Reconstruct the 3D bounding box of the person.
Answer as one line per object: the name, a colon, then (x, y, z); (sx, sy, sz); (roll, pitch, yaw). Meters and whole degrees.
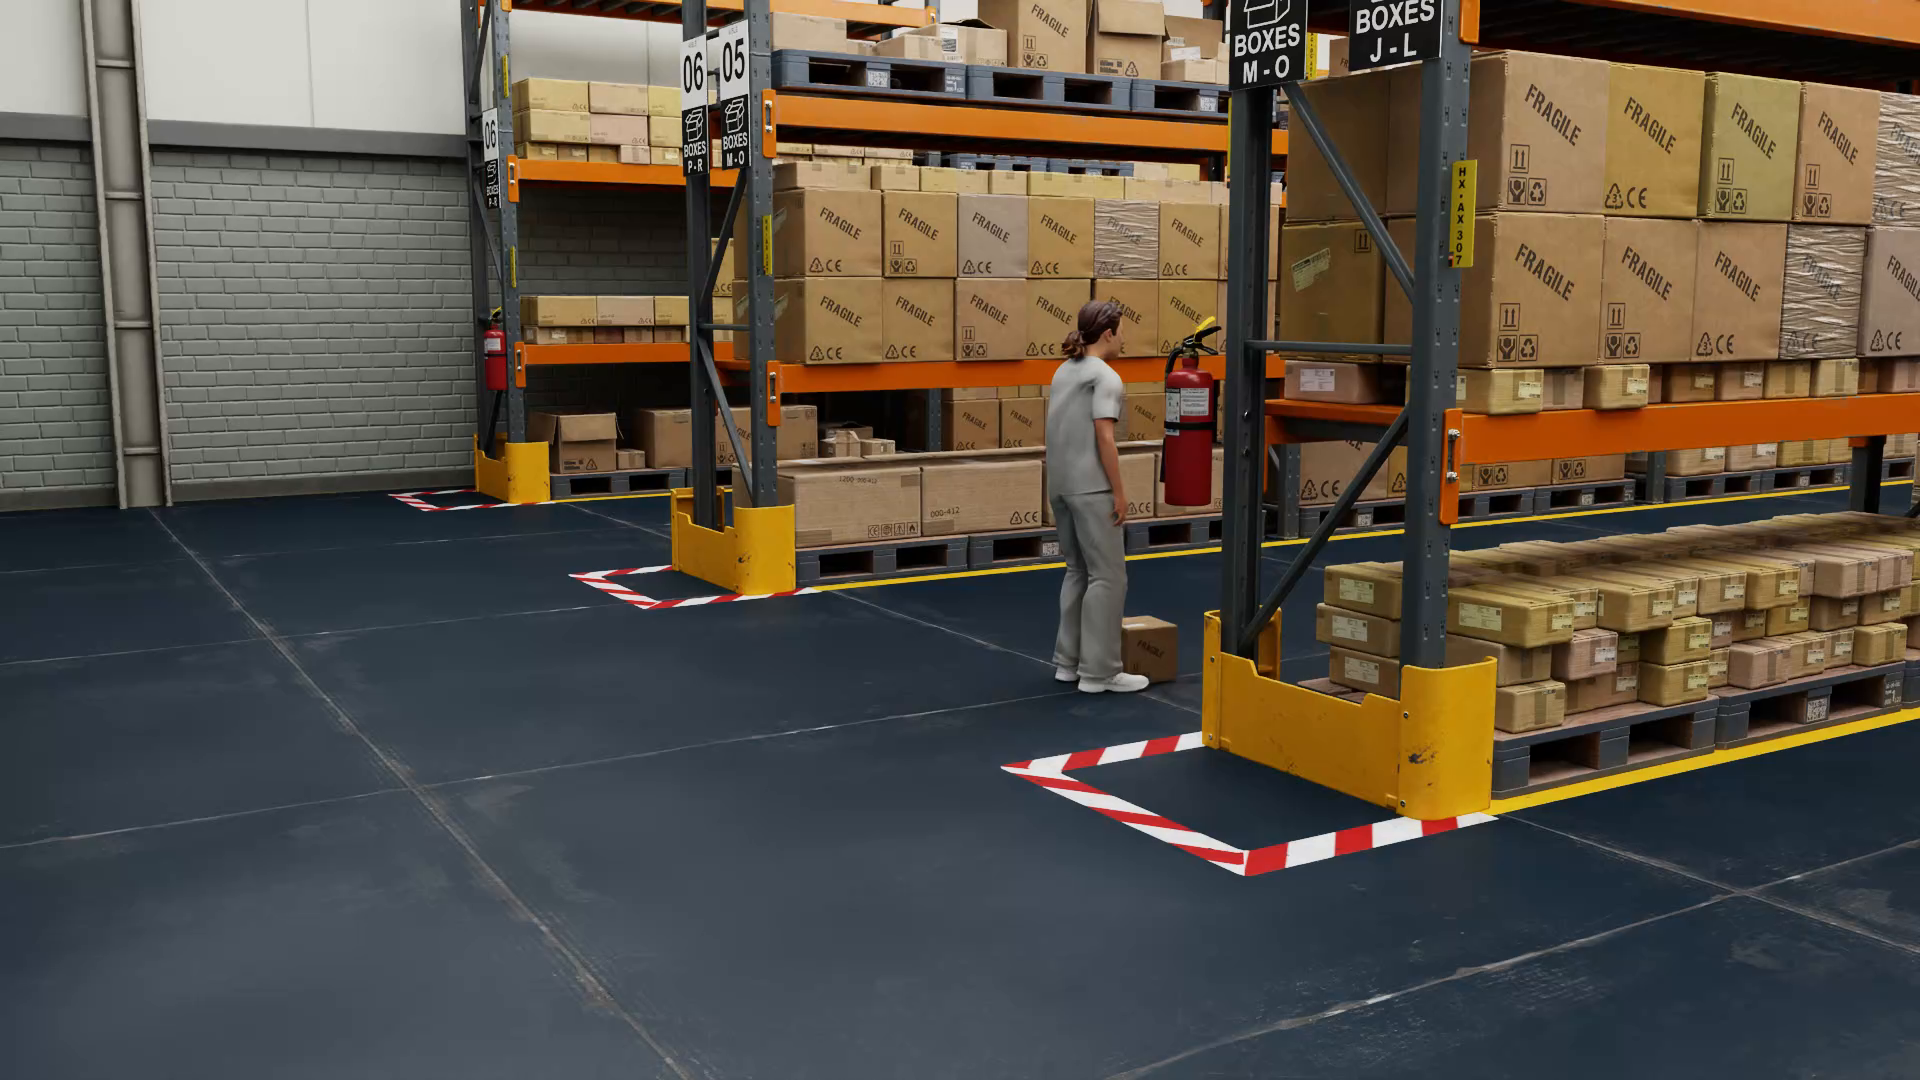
person: (0.572, -0.197, 7.202); (0.371, 1.671, 0.502); (-4, 9, -25)
